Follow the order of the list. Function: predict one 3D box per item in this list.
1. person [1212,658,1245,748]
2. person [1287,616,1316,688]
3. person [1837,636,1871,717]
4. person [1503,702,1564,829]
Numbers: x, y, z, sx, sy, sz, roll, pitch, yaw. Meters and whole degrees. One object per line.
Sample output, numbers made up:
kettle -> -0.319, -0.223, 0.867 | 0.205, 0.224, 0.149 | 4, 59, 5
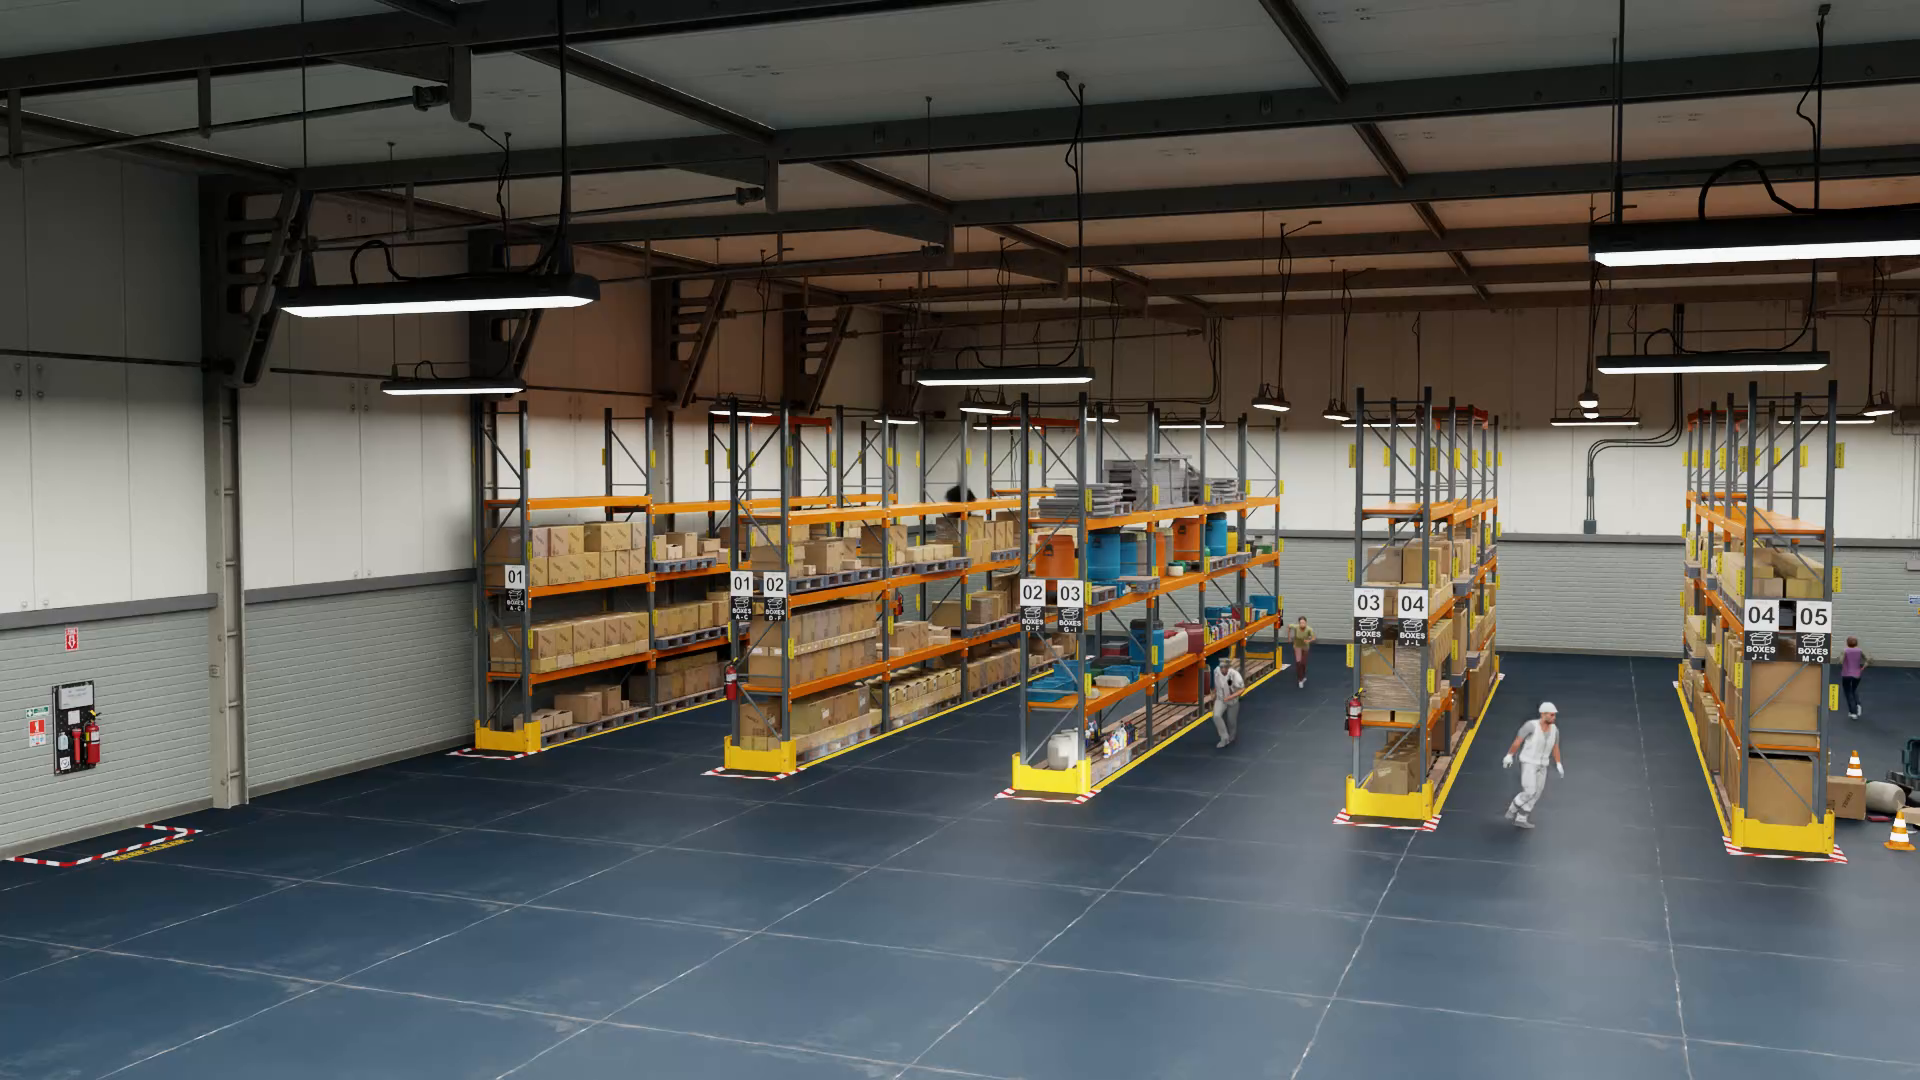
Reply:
person -> 4.691, 2.784, 28.932 | 0.658, 1.560, 1.112 | 1, 3, 24
person -> 7.529, 2.455, 36.704 | 0.617, 1.614, 0.945 | 1, 3, 10
person -> 17.273, 2.637, 32.208 | 0.548, 1.564, 0.603 | 0, 3, 9
person -> 7.756, 3.041, 22.454 | 0.677, 1.737, 0.618 | -1, 3, -22
